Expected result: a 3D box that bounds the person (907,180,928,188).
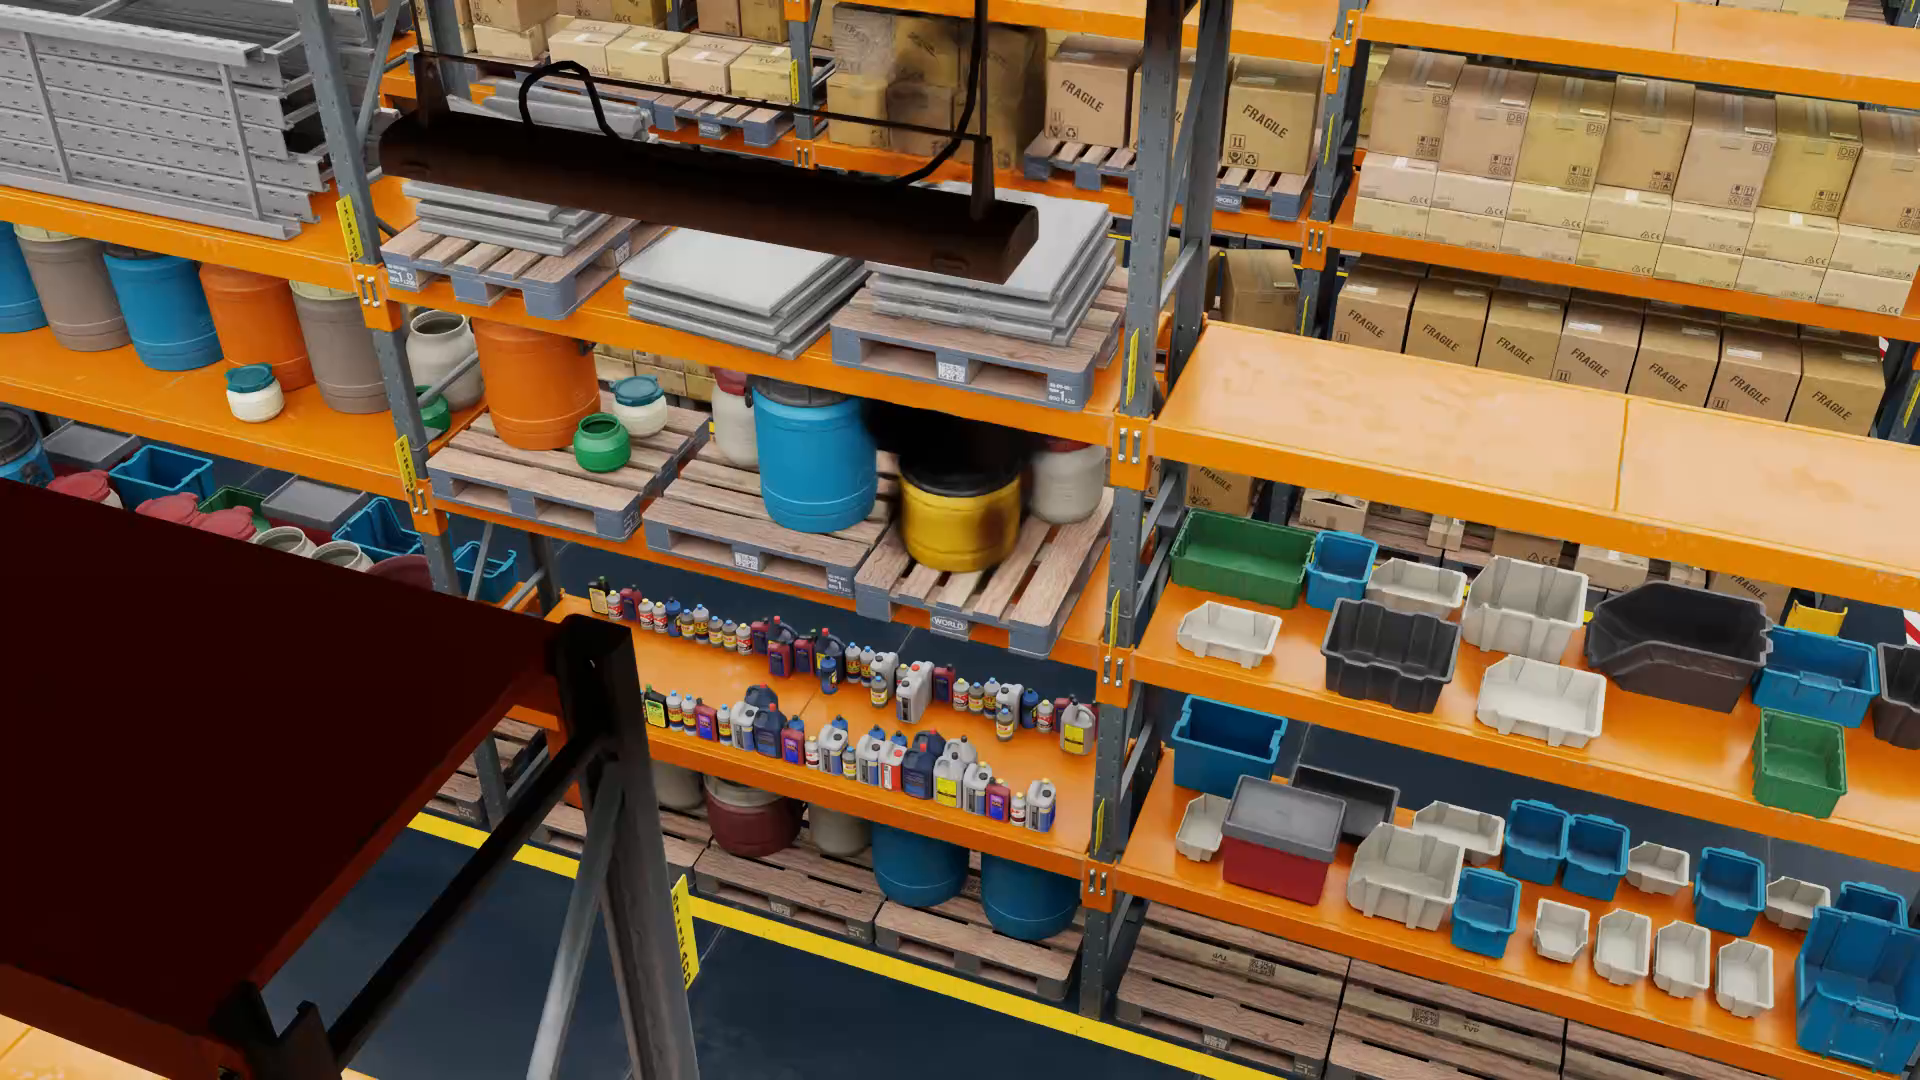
[{"bbox_3d":[-0.174,-2.692,15.719,0.877,1.571,0.694,6,37,8],"label":"person"}]
